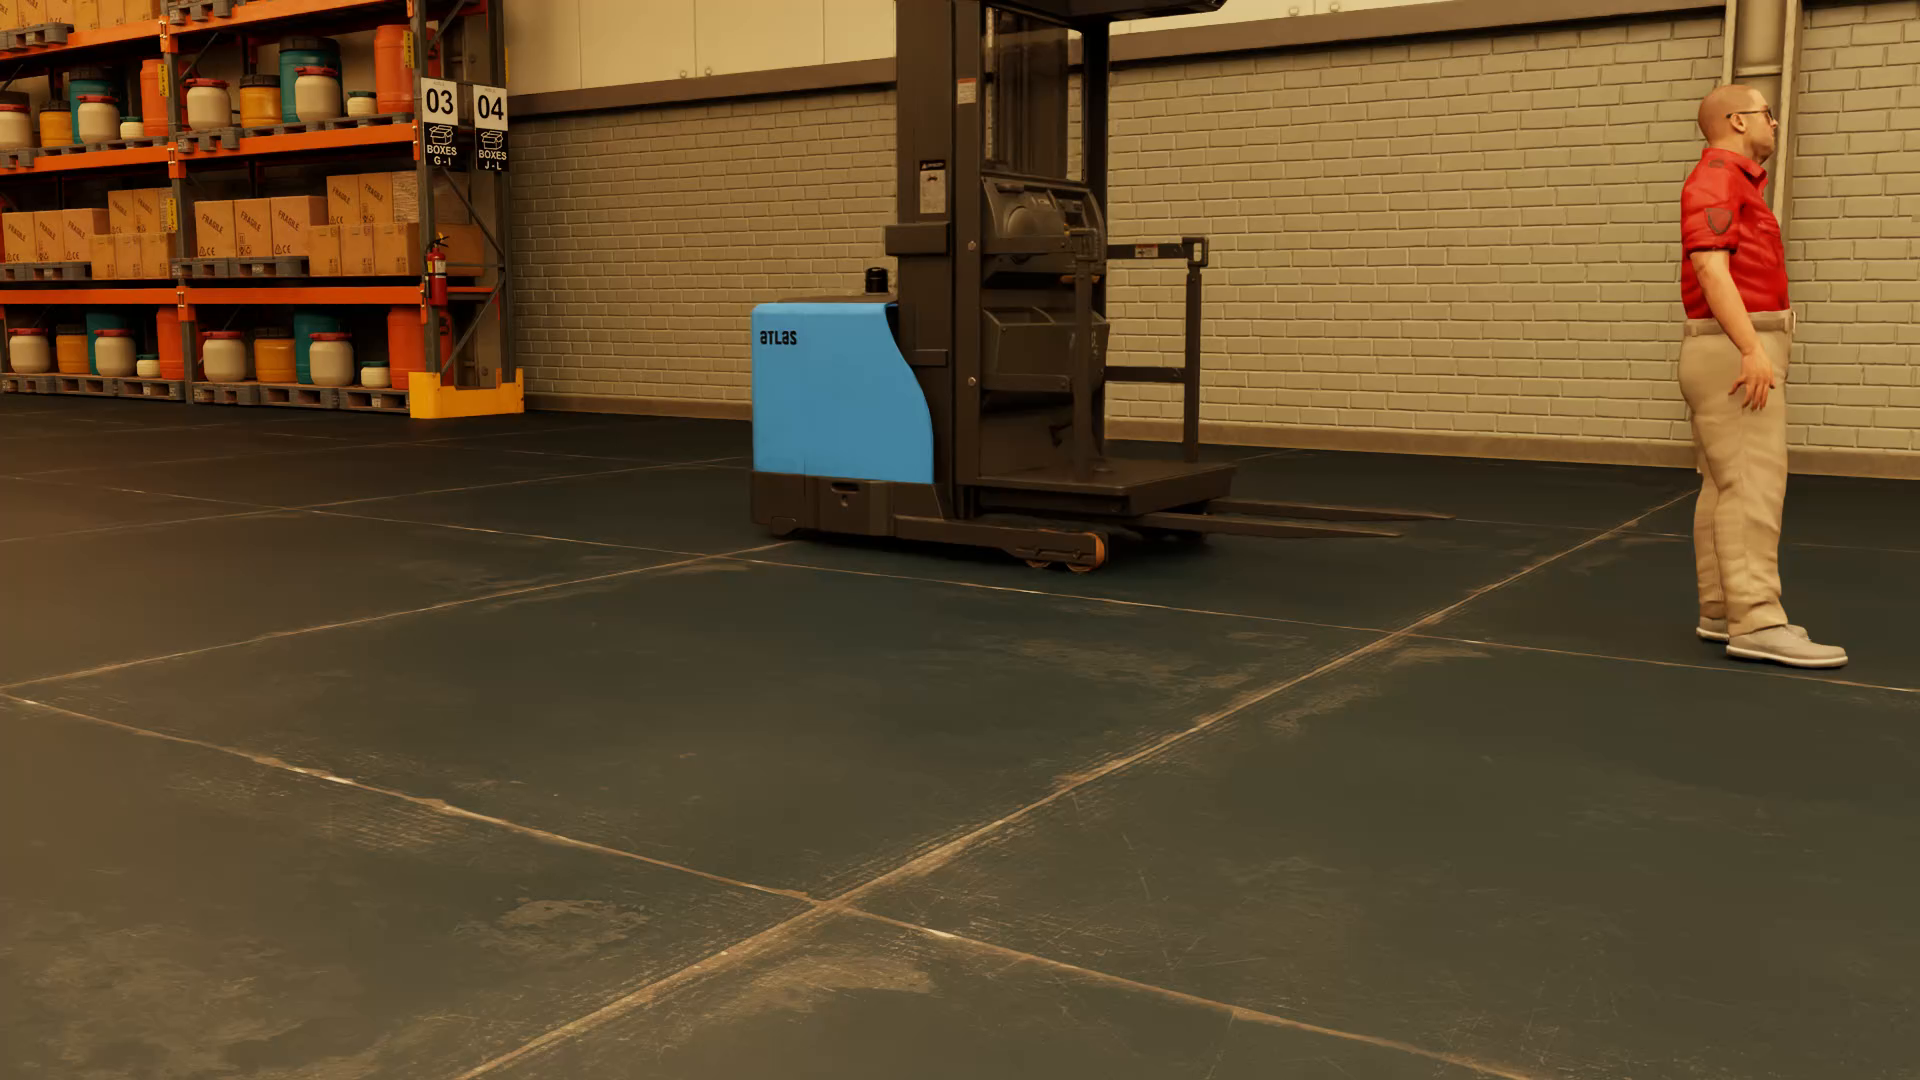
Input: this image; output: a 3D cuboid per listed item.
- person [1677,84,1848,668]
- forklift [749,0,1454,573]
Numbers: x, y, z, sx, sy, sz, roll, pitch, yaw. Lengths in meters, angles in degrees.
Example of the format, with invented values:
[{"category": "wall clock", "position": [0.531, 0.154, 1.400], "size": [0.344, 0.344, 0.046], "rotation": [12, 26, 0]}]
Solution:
[{"category": "person", "position": [2.474, -0.522, 5.119], "size": [0.530, 1.735, 0.628], "rotation": [3, 9, 22]}, {"category": "forklift", "position": [0.541, -1.403, 7.062], "size": [3.031, 2.935, 1.130], "rotation": [5, 10, 33]}]
